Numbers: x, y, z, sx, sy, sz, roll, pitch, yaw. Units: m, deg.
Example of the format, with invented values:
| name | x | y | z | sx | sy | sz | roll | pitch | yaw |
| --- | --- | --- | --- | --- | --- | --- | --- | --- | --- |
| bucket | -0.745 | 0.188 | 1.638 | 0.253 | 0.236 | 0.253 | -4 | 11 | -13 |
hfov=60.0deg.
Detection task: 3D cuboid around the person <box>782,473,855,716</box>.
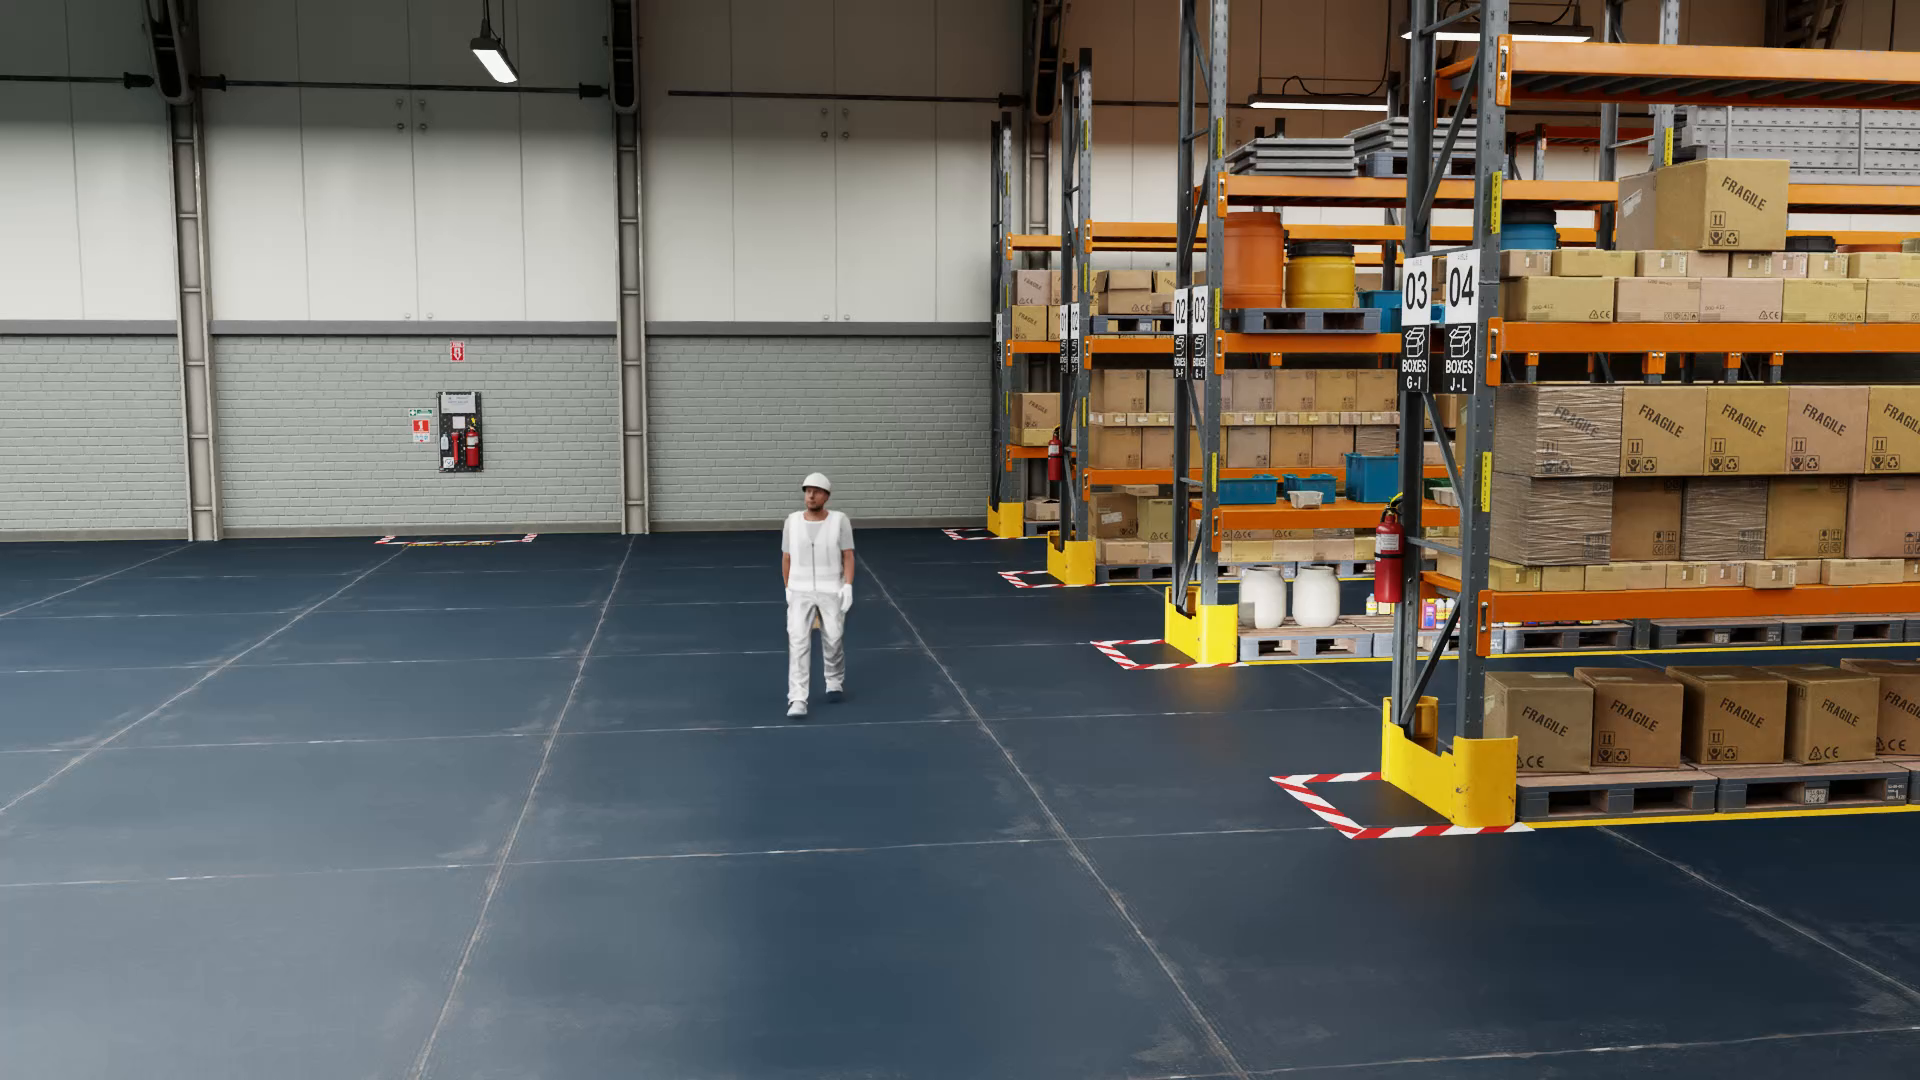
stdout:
| name | x | y | z | sx | sy | sz | roll | pitch | yaw |
| --- | --- | --- | --- | --- | --- | --- | --- | --- | --- |
| person | -1.048 | 0.382 | 12.232 | 0.552 | 1.743 | 1.028 | 0 | 6 | 0 |
